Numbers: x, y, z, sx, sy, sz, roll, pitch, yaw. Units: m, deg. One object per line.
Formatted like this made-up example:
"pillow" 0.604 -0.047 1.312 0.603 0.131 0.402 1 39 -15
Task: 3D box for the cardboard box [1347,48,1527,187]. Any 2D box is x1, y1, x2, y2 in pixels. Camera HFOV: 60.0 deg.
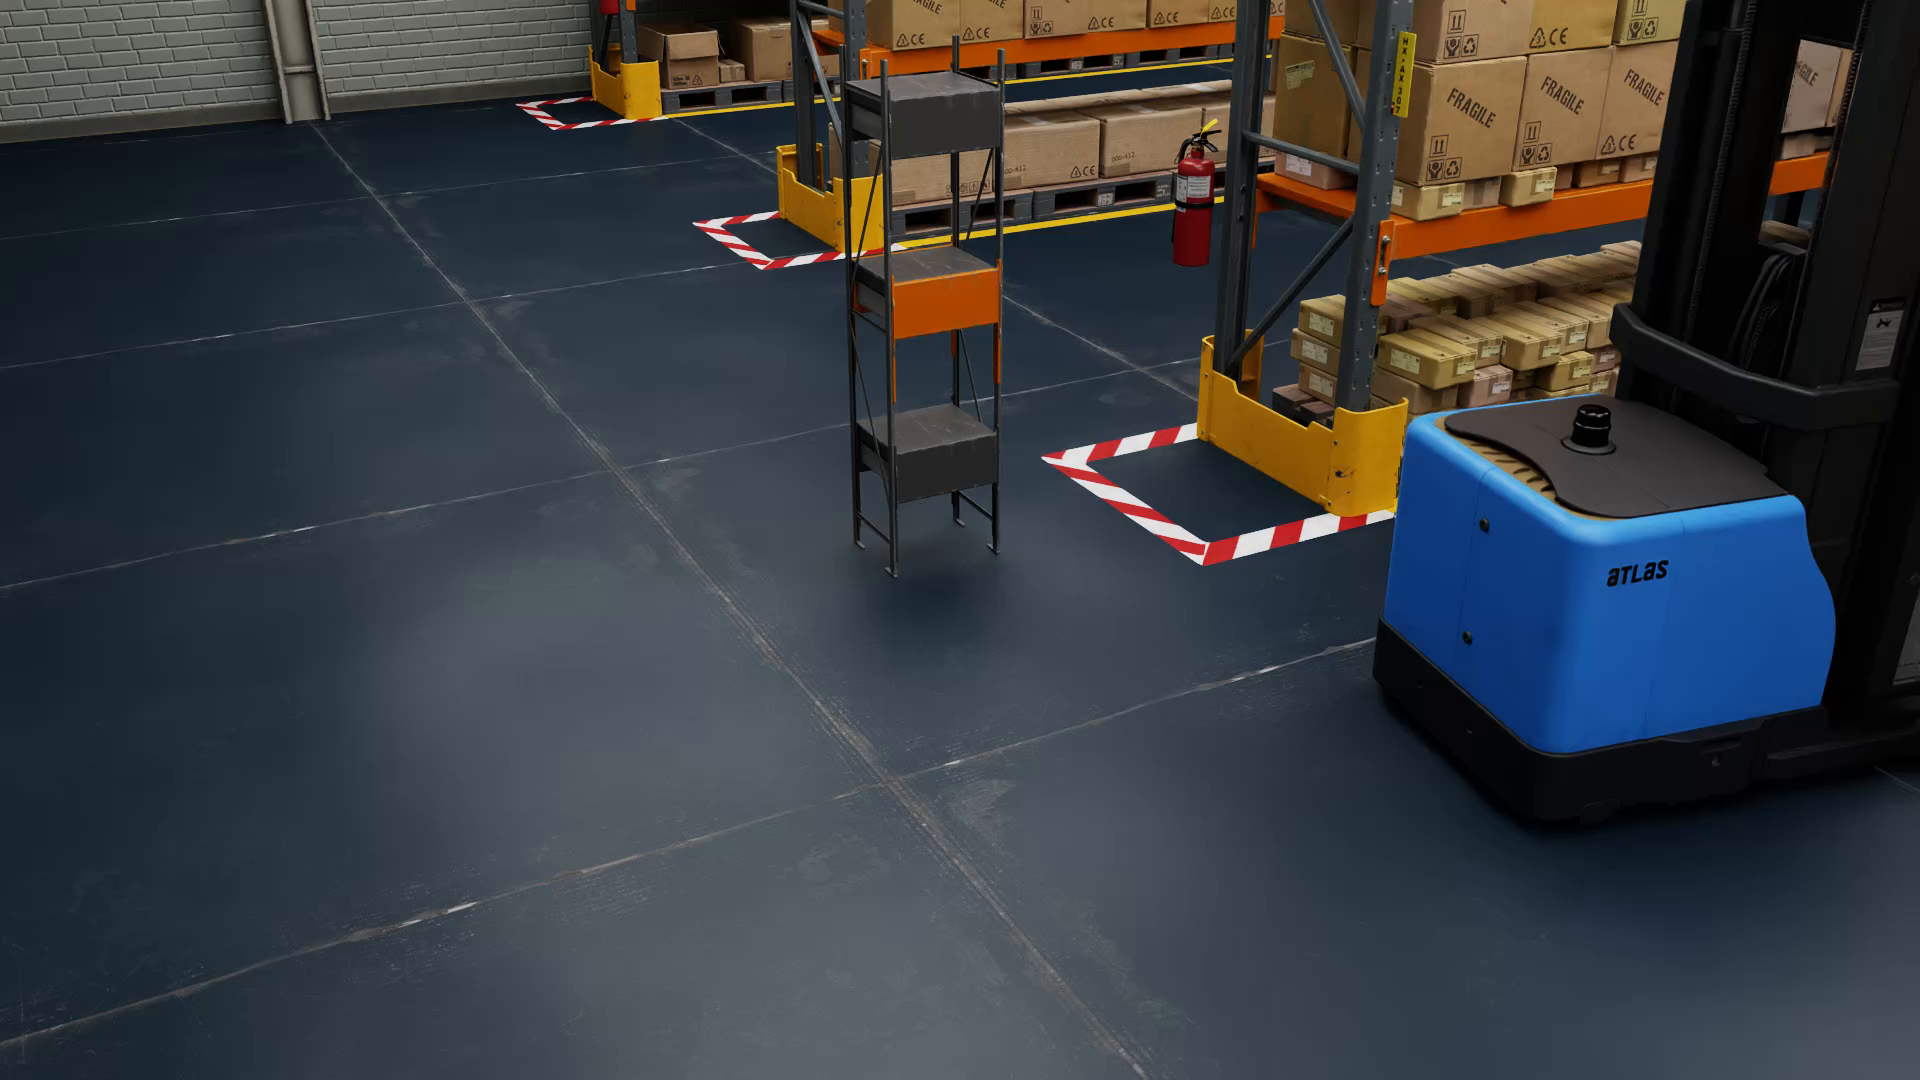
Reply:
"cardboard box" 2.048 -1.850 7.178 0.500 0.500 0.500 -12 28 -23

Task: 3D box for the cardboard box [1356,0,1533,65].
"cardboard box" 2.043 -2.305 6.971 0.500 0.500 0.500 -13 29 -25

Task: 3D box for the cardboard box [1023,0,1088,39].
"cardboard box" 0.552 -3.798 11.580 0.500 0.500 0.500 -13 29 -25

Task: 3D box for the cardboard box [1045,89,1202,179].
"cardboard box" 1.238 -3.134 12.787 0.875 0.438 0.875 -14 29 -27

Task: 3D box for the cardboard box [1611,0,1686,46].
"cardboard box" 2.954 -2.507 7.393 0.500 0.500 0.500 -14 29 -26

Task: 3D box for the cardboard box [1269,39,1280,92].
"cardboard box" 3.142 -3.758 13.581 0.875 0.875 0.875 -12 28 -24

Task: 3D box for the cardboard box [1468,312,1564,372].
"cardboard box" 2.613 -0.939 7.861 0.250 0.149 0.380 -13 29 -25

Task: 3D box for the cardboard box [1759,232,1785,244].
"cardboard box" 4.379 -1.647 9.337 0.250 0.149 0.380 -12 28 -23

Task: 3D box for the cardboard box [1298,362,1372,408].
"cardboard box" 1.888 -0.776 8.209 0.250 0.149 0.380 -12 28 -24

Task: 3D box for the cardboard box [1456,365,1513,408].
"cardboard box" 2.373 -0.766 7.845 0.250 0.149 0.380 -13 29 -25

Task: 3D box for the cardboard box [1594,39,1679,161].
"cardboard box" 2.946 -2.064 7.623 0.500 0.500 0.500 -13 28 -24

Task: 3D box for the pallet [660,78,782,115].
"pallet" -2.466 -4.371 16.110 1.213 0.211 1.003 -13 29 -25

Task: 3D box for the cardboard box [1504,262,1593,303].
"cardboard box" 3.041 -1.308 8.630 0.250 0.149 0.380 -14 29 -27

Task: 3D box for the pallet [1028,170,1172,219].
"pallet" 0.847 -2.737 12.707 1.213 0.211 1.003 -13 29 -25

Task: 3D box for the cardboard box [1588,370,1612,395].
"cardboard box" 3.000 -0.810 8.280 0.250 0.149 0.380 -13 29 -25

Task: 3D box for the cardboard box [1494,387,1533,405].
"cardboard box" 2.543 -0.711 8.074 0.250 0.149 0.380 -13 28 -25

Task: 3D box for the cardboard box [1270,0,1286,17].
"cardboard box" 2.344 -4.222 12.463 0.500 0.500 0.500 -13 28 -25

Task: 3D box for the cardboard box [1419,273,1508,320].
"cardboard box" 2.545 -1.221 8.448 0.250 0.149 0.380 -14 29 -27

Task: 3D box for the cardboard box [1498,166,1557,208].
"cardboard box" 2.429 -1.614 7.437 0.250 0.149 0.380 -14 29 -27

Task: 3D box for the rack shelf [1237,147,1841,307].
"rack shelf" 3.286 -1.768 8.298 4.000 0.370 1.077 -13 29 -25

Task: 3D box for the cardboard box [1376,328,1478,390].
"cardboard box" 2.144 -0.834 7.643 0.250 0.149 0.380 -14 29 -27

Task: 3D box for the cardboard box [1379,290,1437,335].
"cardboard box" 2.118 -1.091 8.178 0.250 0.149 0.380 -12 28 -24

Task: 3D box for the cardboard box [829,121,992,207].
"cardboard box" -0.362 -2.762 12.011 0.875 0.438 0.875 -14 29 -27

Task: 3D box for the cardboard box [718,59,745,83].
"cardboard box" -2.258 -4.514 15.994 0.250 0.149 0.380 -14 29 -27

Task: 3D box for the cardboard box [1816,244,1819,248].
"cardboard box" 4.860 -1.500 9.030 0.250 0.149 0.380 -12 28 -24

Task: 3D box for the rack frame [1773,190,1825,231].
"rack frame" 5.051 -2.500 8.990 0.127 3.000 1.000 -13 29 -25

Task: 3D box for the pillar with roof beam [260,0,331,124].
"pillar with roof beam" -4.013 -6.305 9.985 0.400 9.000 9.100 -13 29 -25

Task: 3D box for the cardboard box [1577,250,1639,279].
"cardboard box" 3.495 -1.408 8.837 0.250 0.149 0.380 -14 29 -27

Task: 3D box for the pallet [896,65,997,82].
"pallet" -0.313 -4.868 17.145 1.213 0.211 1.003 -13 29 -25

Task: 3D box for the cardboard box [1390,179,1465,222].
"cardboard box" 1.962 -1.512 7.225 0.250 0.149 0.380 -13 29 -26

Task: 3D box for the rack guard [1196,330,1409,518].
"rack guard" 1.589 -0.574 7.867 0.348 0.500 1.175 -13 29 -25

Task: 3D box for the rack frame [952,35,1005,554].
"rack frame" 0.069 -0.963 6.829 0.015 2.100 0.400 -13 29 -25

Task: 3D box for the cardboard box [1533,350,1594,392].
"cardboard box" 2.825 -0.860 8.041 0.250 0.149 0.380 -12 28 -24

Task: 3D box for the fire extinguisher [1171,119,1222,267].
"fire extinguisher" 1.082 -1.607 7.651 0.183 0.674 0.296 -13 29 -25

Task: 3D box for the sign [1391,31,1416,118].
"sign" 1.777 -1.868 6.675 0.005 0.325 0.100 -13 29 -25

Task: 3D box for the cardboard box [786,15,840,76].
"cardboard box" -1.366 -4.829 16.246 0.500 0.500 0.500 -12 28 -24

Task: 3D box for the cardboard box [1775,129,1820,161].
"cardboard box" 4.005 -2.003 8.247 0.250 0.149 0.380 -14 29 -27

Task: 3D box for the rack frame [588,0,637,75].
"rack frame" -3.236 -5.450 15.135 0.127 3.000 1.000 -13 29 -25

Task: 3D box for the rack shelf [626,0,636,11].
"rack shelf" -1.471 -5.533 16.139 4.000 0.370 1.077 -13 29 -25

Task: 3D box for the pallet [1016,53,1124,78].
"pallet" 0.993 -5.187 17.810 1.213 0.211 1.003 -13 29 -25

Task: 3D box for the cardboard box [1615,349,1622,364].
"cardboard box" 3.234 -1.022 8.378 0.250 0.149 0.380 -11 28 -22

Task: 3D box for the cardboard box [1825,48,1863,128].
"cardboard box" 4.298 -2.367 8.255 0.500 0.500 0.500 -14 29 -26

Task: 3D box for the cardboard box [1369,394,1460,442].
"cardboard box" 2.135 -0.573 7.787 0.250 0.149 0.380 -12 28 -24

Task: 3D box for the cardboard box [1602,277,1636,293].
"cardboard box" 3.472 -1.198 8.400 0.250 0.149 0.380 -13 29 -25

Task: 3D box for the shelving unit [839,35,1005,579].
"shelving unit" -0.146 -0.913 6.725 0.503 2.100 0.431 -13 29 -25

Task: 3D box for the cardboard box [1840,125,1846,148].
"cardboard box" 4.469 -2.113 8.476 0.250 0.149 0.380 -12 28 -23

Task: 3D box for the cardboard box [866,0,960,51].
"cardboard box" -0.338 -3.588 11.142 0.500 0.500 0.500 -13 29 -25

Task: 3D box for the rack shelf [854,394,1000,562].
"rack shelf" -0.146 -0.270 7.034 0.480 0.518 0.431 -13 29 -25

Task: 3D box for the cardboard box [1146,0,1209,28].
"cardboard box" 1.455 -4.008 12.016 0.500 0.500 0.500 -13 29 -26

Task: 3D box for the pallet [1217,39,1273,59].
"pallet" 3.146 -5.684 18.845 1.213 0.211 1.003 -13 29 -25

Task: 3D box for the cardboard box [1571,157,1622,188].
"cardboard box" 2.844 -1.765 7.752 0.250 0.149 0.380 -13 29 -26

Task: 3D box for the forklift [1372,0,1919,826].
"forklift" 3.077 -0.773 5.474 3.031 2.935 1.130 -8 27 -16

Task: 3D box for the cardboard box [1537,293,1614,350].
"cardboard box" 3.042 -1.074 8.142 0.250 0.149 0.380 -12 28 -23
